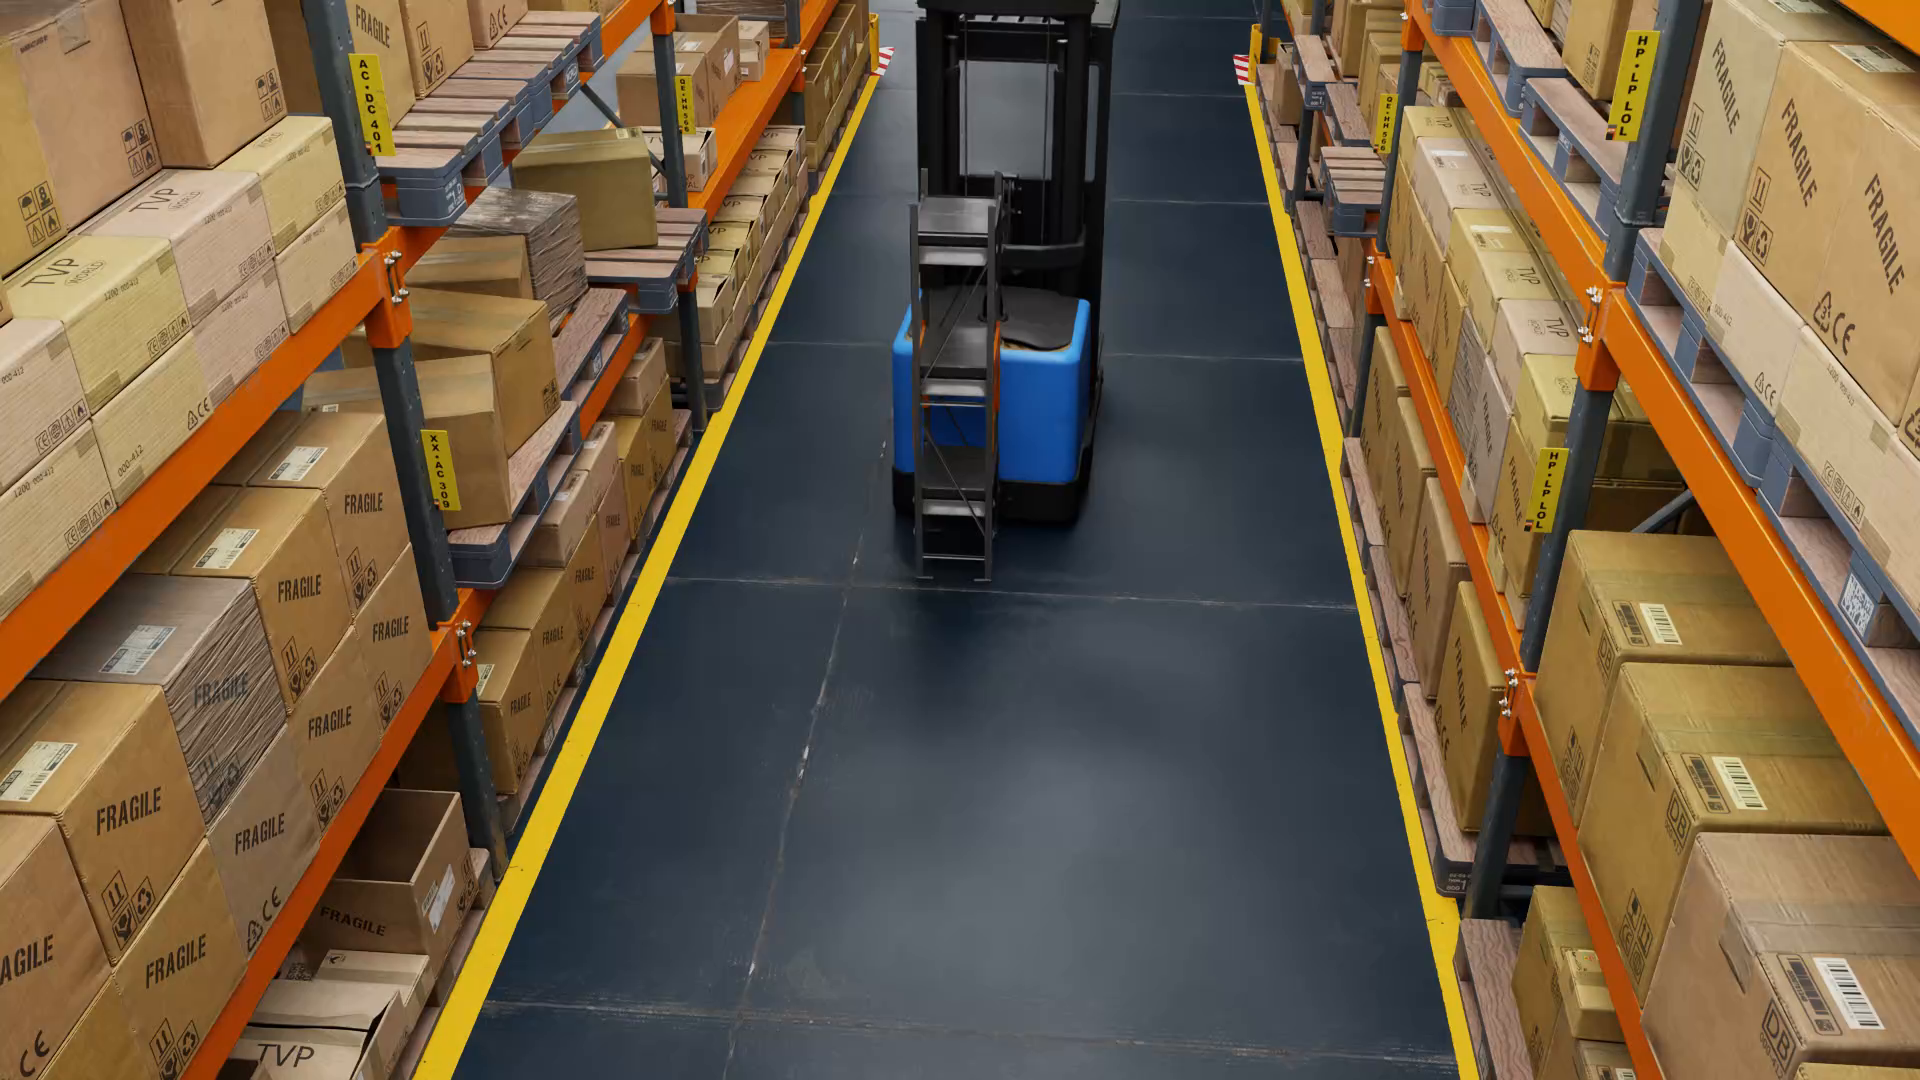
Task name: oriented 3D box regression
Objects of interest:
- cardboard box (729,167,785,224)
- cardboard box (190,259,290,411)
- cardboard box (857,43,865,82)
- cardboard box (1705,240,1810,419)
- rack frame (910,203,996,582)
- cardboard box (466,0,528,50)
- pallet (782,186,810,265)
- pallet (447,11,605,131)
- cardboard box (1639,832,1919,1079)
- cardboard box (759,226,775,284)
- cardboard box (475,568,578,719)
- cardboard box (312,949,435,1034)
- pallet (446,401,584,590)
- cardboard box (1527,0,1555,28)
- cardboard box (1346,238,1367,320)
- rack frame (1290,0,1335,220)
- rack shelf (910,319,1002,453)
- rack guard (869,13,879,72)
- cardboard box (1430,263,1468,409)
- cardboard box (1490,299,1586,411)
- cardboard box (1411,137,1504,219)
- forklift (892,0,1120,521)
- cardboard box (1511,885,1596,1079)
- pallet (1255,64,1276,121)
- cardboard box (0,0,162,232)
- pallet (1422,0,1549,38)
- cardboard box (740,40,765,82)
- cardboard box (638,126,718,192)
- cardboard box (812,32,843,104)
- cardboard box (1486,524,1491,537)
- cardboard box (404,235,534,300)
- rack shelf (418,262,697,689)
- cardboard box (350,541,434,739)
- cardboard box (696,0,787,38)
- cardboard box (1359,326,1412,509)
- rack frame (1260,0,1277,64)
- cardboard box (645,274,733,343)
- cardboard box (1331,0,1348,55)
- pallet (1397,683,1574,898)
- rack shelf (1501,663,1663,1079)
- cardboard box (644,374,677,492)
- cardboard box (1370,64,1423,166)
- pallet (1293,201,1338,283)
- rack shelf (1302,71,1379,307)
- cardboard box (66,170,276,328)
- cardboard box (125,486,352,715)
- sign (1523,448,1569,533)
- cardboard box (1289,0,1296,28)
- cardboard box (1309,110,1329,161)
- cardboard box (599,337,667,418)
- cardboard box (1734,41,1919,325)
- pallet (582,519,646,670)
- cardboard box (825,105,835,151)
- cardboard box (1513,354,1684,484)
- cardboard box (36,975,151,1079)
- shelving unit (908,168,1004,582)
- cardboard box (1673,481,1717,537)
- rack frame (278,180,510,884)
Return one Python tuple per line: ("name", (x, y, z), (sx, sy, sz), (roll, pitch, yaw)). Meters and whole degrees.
("cardboard box", (-1.583, -2.572, 12.250), (0.500, 0.311, 0.500), (2, 32, 4))
("cardboard box", (-2.233, -0.585, 4.625), (0.500, 0.250, 0.500), (2, 32, 4))
("cardboard box", (-1.208, -4.627, 16.119), (0.500, 0.250, 0.500), (2, 32, 4))
("cardboard box", (2.155, -0.508, 4.003), (0.500, 0.250, 0.500), (2, 32, 3))
("rack frame", (-0.033, -0.680, 8.352), (0.400, 2.100, 0.015), (2, 32, 4))
("cardboard box", (-2.187, -2.398, 6.831), (0.600, 0.600, 0.600), (1, 32, 2))
("pallet", (-1.777, -2.508, 13.119), (1.003, 0.211, 1.213), (2, 32, 4))
("pallet", (-2.203, -1.976, 6.918), (1.213, 0.211, 1.003), (2, 32, 4))
("cardboard box", (2.355, 1.228, 4.112), (0.980, 0.700, 0.700), (1, 32, 2))
("cardboard box", (-1.628, -2.063, 11.959), (0.500, 0.250, 0.500), (3, 32, 5))
("cardboard box", (-2.093, 0.456, 7.614), (0.500, 0.500, 0.500), (3, 32, 5))
("cardboard box", (-2.142, 1.636, 6.034), (0.380, 0.149, 0.250), (2, 32, 4))
("pallet", (-2.234, -0.230, 6.948), (1.003, 0.211, 1.213), (2, 32, 4))
("cardboard box", (2.825, -2.464, 7.015), (0.700, 0.500, 0.500), (4, 32, 7))
("cardboard box", (3.032, -1.808, 11.288), (0.700, 0.500, 0.500), (2, 32, 4))
("rack frame", (3.181, -3.872, 12.675), (1.000, 3.000, 0.127), (2, 32, 4))
("rack shelf", (-0.014, -0.796, 8.566), (0.431, 0.518, 0.480), (2, 32, 4))
("rack guard", (-1.429, -5.122, 17.085), (1.175, 0.500, 0.348), (2, 32, 4))
("cardboard box", (2.433, -0.910, 7.470), (0.500, 0.500, 0.500), (3, 32, 5))
("cardboard box", (2.364, -0.708, 6.428), (0.500, 0.250, 0.500), (3, 32, 5))
("cardboard box", (2.519, -1.770, 8.151), (0.500, 0.250, 0.500), (2, 32, 3))
("forklift", (0.334, -2.108, 9.876), (1.130, 2.935, 3.031), (4, 32, 7))
("cardboard box", (2.367, 1.583, 5.805), (0.700, 0.500, 0.500), (3, 32, 5))
("pallet", (3.399, -4.314, 16.049), (1.003, 0.211, 1.213), (2, 32, 4))
("cardboard box", (-2.591, -1.133, 4.322), (0.700, 0.500, 0.500), (2, 32, 4))
("pallet", (2.856, -2.638, 7.993), (1.213, 0.211, 1.003), (4, 32, 6))
("cardboard box", (-1.645, -3.557, 12.291), (0.396, 0.266, 0.258), (2, 32, 3))
("cardboard box", (-1.816, -2.412, 10.390), (0.500, 0.311, 0.500), (2, 32, 3))
("cardboard box", (-1.325, -4.162, 14.650), (0.500, 0.500, 0.500), (2, 32, 4))
("cardboard box", (2.338, -0.046, 6.686), (0.380, 0.149, 0.250), (3, 32, 6))
("cardboard box", (-2.325, -1.047, 7.594), (0.700, 0.500, 0.500), (-5, 32, -9))
("rack shelf", (-2.245, -0.638, 8.113), (1.077, 0.370, 4.000), (2, 32, 4))
("cardboard box", (-2.192, 0.331, 5.759), (0.500, 0.500, 0.500), (3, 32, 5))
("cardboard box", (-1.726, -4.357, 13.366), (0.700, 0.500, 0.500), (2, 32, 3))
("cardboard box", (2.665, -0.666, 9.120), (0.750, 0.750, 0.750), (2, 32, 3))
("rack frame", (3.507, -5.964, 16.069), (1.000, 3.000, 0.127), (2, 32, 4))
("cardboard box", (-1.746, -1.499, 10.509), (0.500, 0.311, 0.500), (3, 32, 6))
("cardboard box", (3.106, -3.838, 12.104), (0.700, 0.500, 0.500), (3, 32, 4))
("pallet", (2.518, 1.091, 7.278), (1.003, 0.211, 1.213), (2, 32, 4))
("rack shelf", (2.367, 1.663, 4.378), (1.077, 0.370, 4.000), (2, 32, 4))
("cardboard box", (-1.924, -0.615, 9.351), (0.500, 0.500, 0.500), (4, 32, 6))
("cardboard box", (2.902, -2.550, 10.015), (0.700, 0.500, 0.500), (0, 32, -1))
("pallet", (3.119, -2.278, 12.746), (1.003, 0.211, 1.213), (2, 32, 4))
("rack shelf", (3.019, -2.520, 11.166), (1.077, 0.370, 4.000), (2, 32, 4))
("cardboard box", (-2.221, -0.798, 4.493), (0.500, 0.250, 0.500), (2, 32, 4))
("cardboard box", (-2.230, 0.176, 5.056), (0.500, 0.500, 0.500), (2, 32, 3))
("sign", (1.988, -0.167, 5.633), (0.100, 0.325, 0.005), (2, 32, 4))
("cardboard box", (2.967, -4.338, 13.554), (0.500, 0.250, 0.500), (3, 32, 4))
("cardboard box", (3.226, -3.540, 14.098), (0.500, 0.500, 0.500), (0, 32, 0))
("cardboard box", (-1.924, -0.904, 9.107), (0.500, 0.250, 0.500), (4, 32, 6))
("cardboard box", (2.157, -0.813, 3.784), (0.500, 0.500, 0.500), (2, 32, 3))
("pallet", (-2.282, 0.222, 8.689), (1.003, 0.211, 1.213), (2, 32, 4))
("cardboard box", (-1.370, -3.581, 14.422), (0.500, 0.250, 0.500), (2, 32, 4))
("cardboard box", (2.313, -0.441, 5.994), (0.500, 0.250, 0.500), (3, 32, 5))
("cardboard box", (-2.354, 1.397, 4.029), (0.500, 0.500, 0.500), (2, 32, 4))
("shelving unit", (-0.013, -0.807, 8.559), (0.431, 2.100, 0.503), (2, 32, 4))
("cardboard box", (2.819, -0.097, 6.150), (0.500, 0.500, 0.500), (1, 32, 2))
("rack frame", (-2.407, 0.101, 6.227), (1.000, 3.000, 0.127), (2, 32, 4))
